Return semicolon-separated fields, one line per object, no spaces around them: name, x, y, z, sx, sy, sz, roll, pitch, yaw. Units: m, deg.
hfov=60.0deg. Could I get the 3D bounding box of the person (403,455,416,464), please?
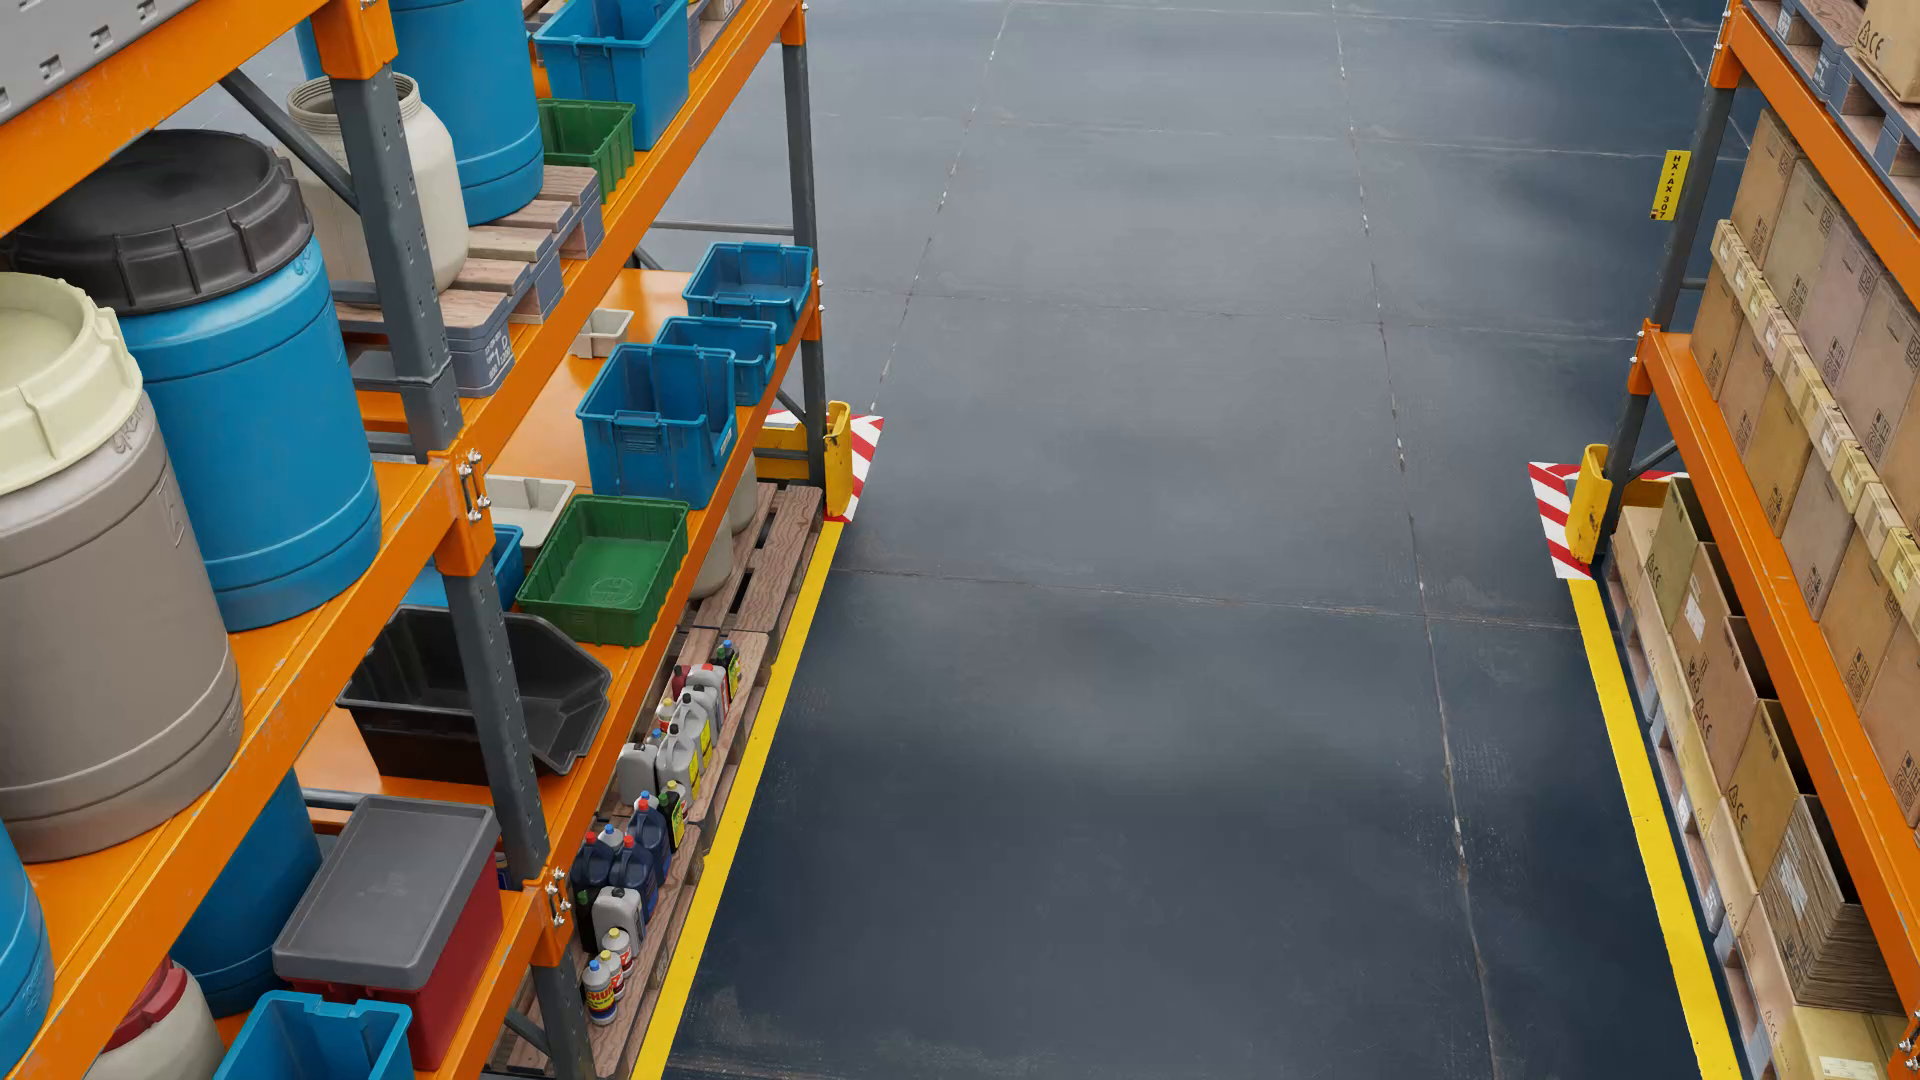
person;-2.619;-0.807;8.208;0.563;1.804;0.413;-14;38;-19
